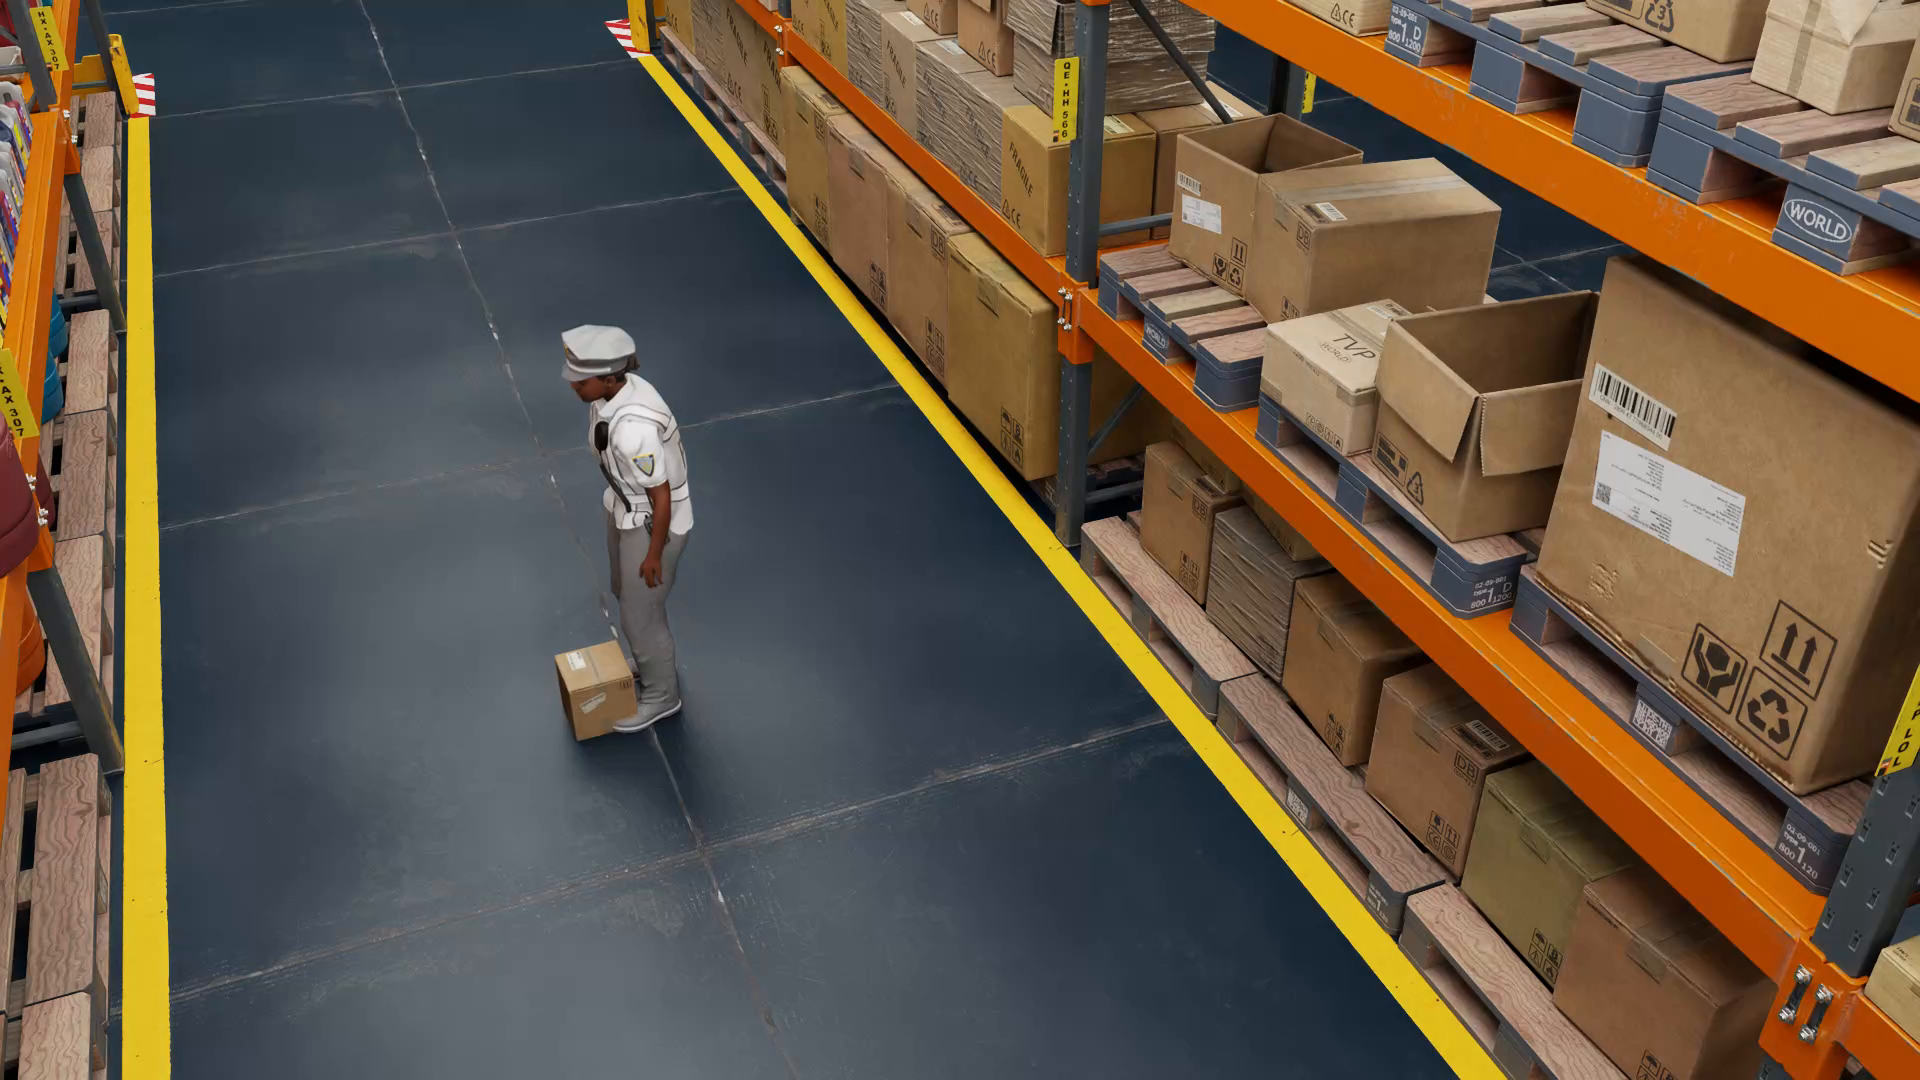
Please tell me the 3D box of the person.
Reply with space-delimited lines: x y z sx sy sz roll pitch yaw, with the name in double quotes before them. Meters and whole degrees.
"person" -1.223 -0.048 6.216 0.427 1.656 0.518 -15 36 -21
